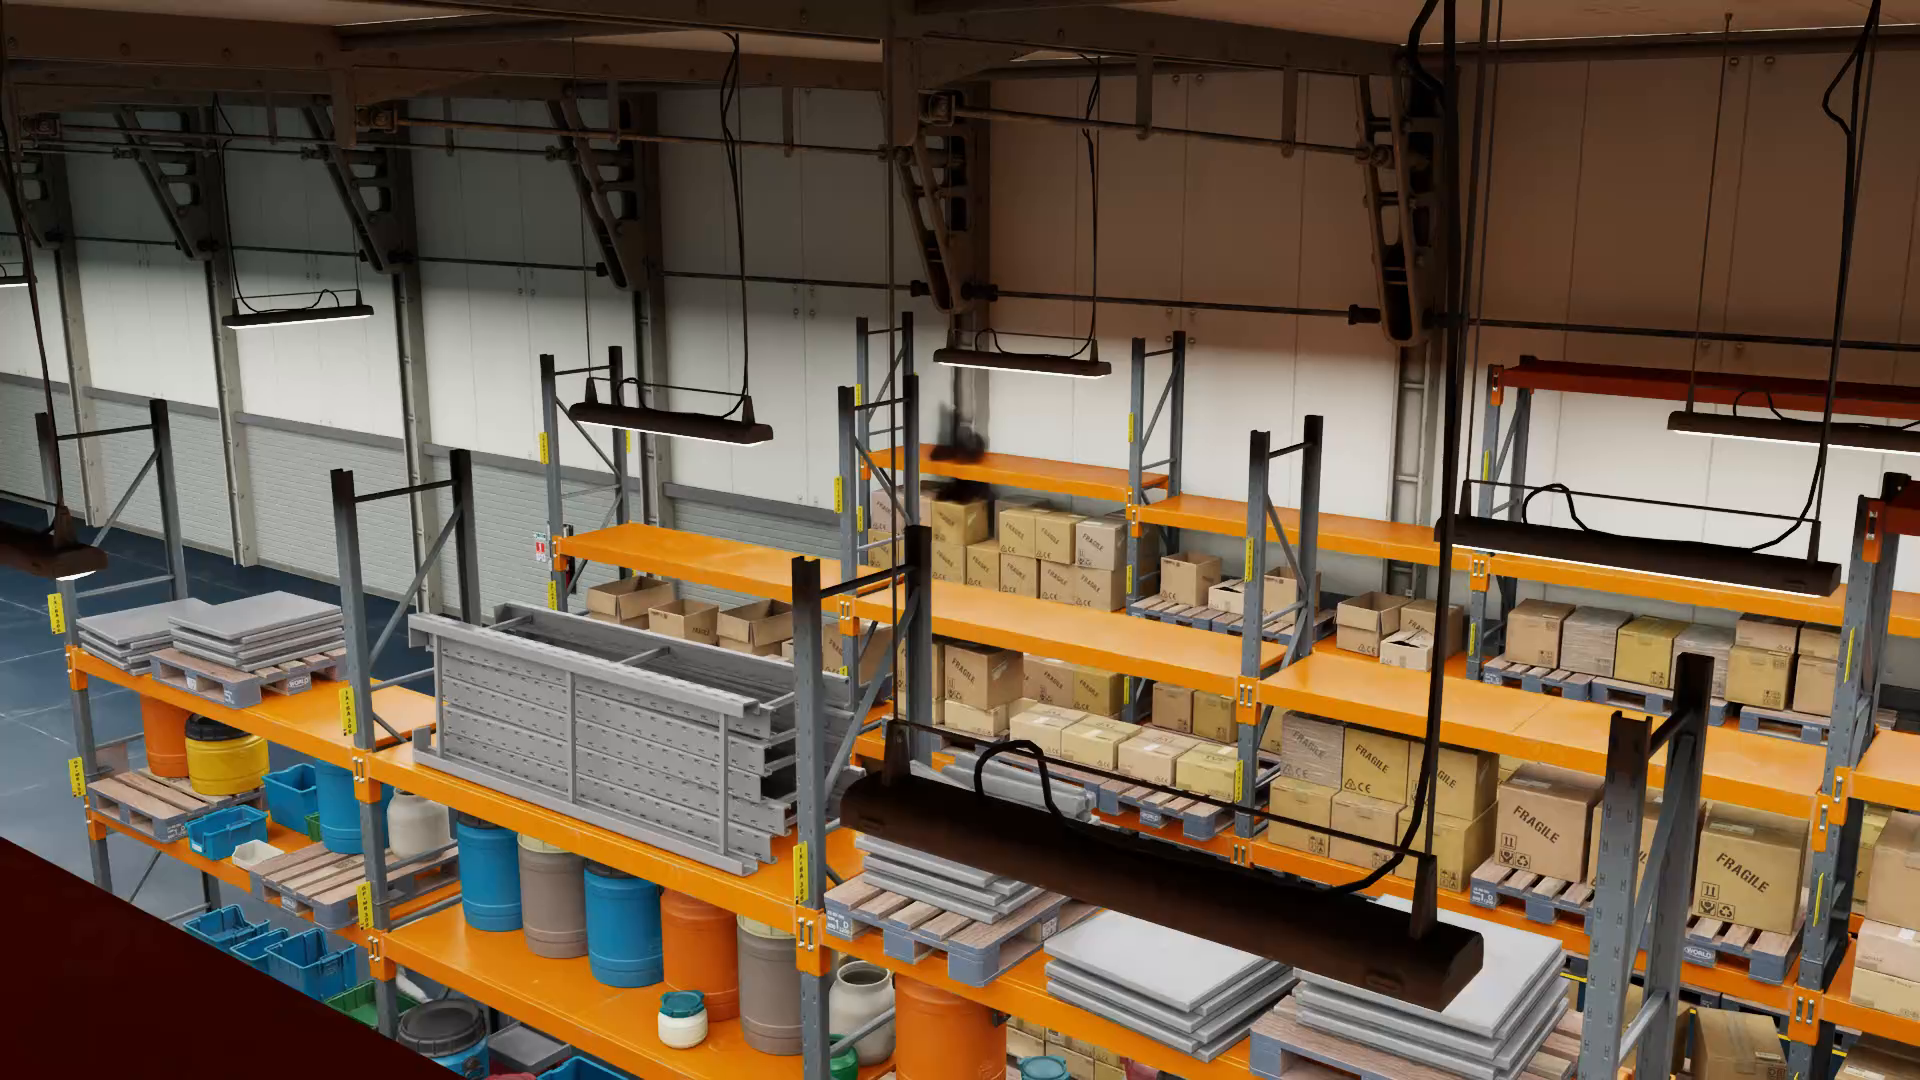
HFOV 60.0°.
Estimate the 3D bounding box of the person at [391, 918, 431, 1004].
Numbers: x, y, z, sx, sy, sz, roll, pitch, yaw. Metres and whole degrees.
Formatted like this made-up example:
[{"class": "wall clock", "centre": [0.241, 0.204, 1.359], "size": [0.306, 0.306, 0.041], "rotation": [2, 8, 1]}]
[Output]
[{"class": "person", "centre": [-5.217, 3.676, 15.544], "size": [0.722, 1.759, 0.689], "rotation": [5, 14, 21]}]
